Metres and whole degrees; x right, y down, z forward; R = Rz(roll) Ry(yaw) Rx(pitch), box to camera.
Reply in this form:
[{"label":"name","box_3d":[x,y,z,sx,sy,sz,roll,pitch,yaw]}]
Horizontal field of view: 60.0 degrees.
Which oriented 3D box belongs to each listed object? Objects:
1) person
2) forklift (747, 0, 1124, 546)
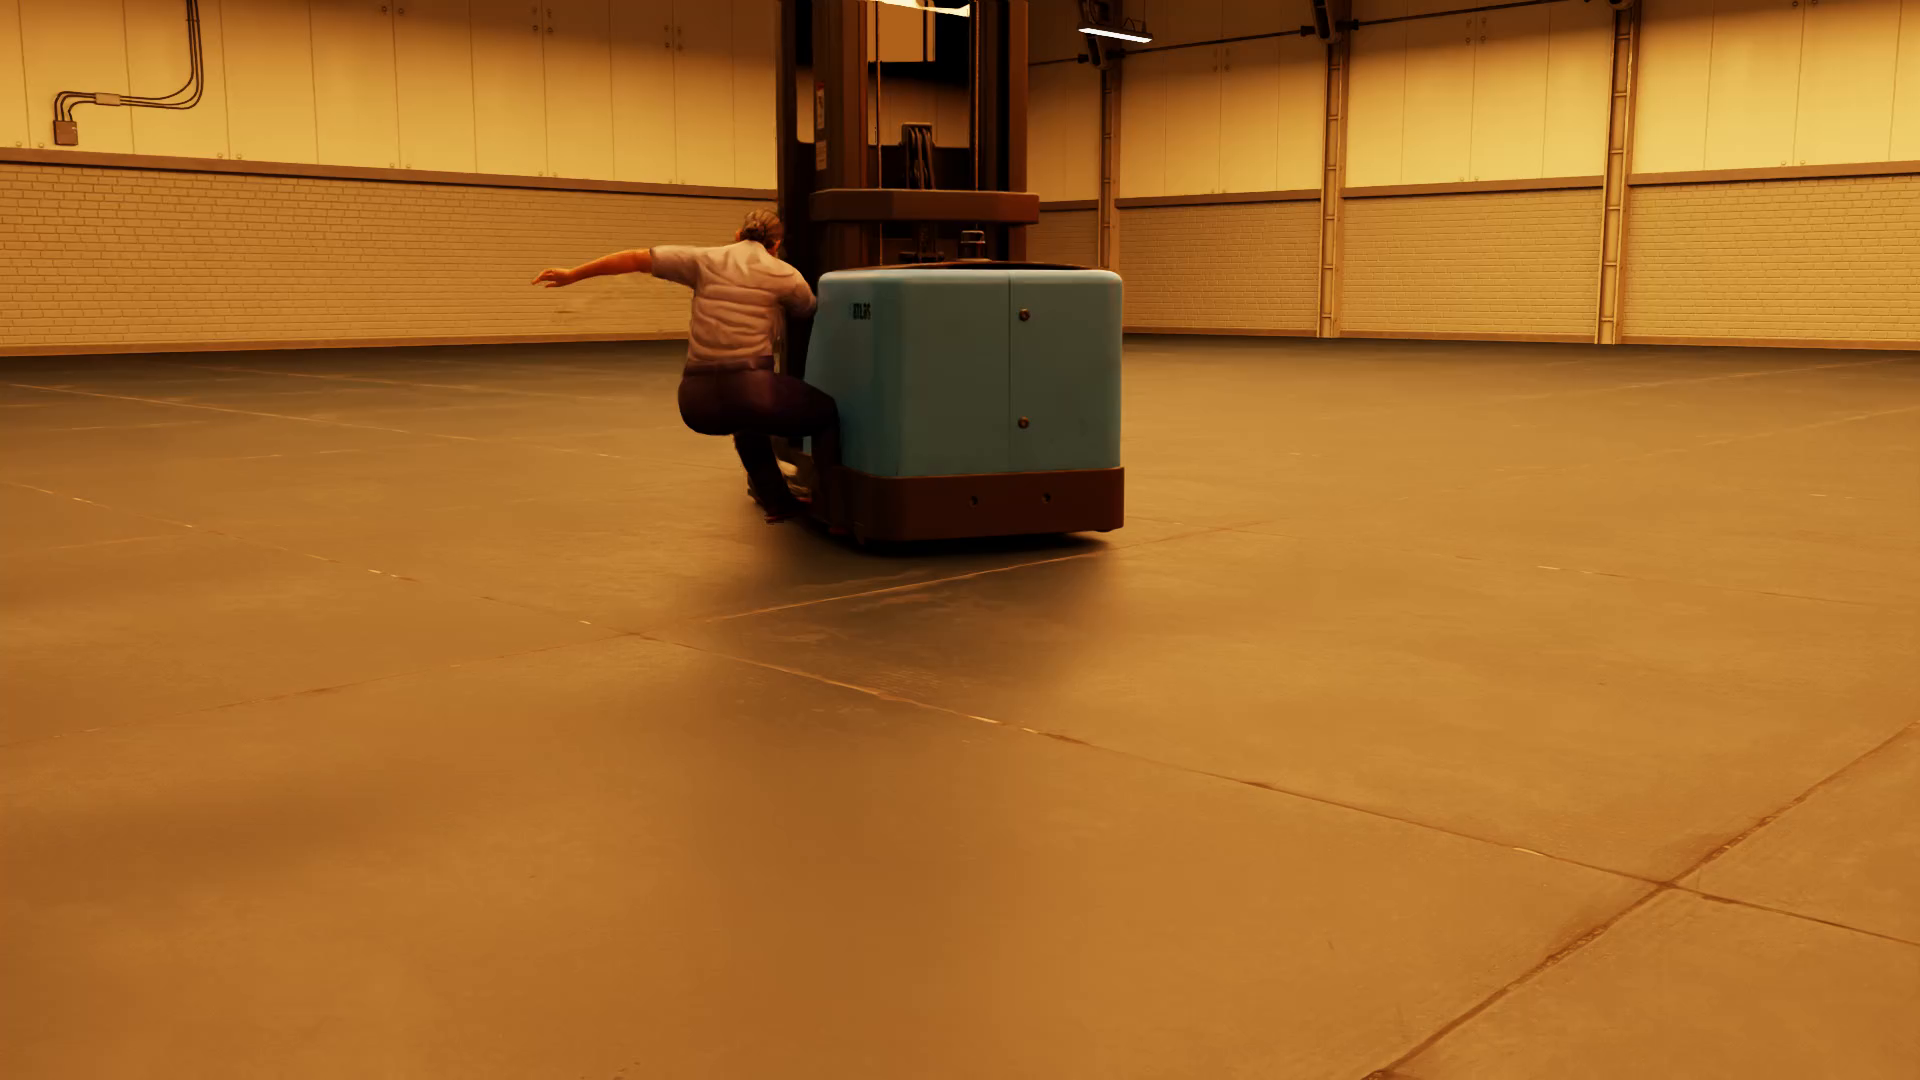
[{"label":"person","box_3d":[-0.947,-0.627,6.600,1.235,1.347,0.798,2,9,11]},{"label":"forklift","box_3d":[-0.357,-1.606,7.541,1.130,2.935,3.031,-3,9,-21]}]
